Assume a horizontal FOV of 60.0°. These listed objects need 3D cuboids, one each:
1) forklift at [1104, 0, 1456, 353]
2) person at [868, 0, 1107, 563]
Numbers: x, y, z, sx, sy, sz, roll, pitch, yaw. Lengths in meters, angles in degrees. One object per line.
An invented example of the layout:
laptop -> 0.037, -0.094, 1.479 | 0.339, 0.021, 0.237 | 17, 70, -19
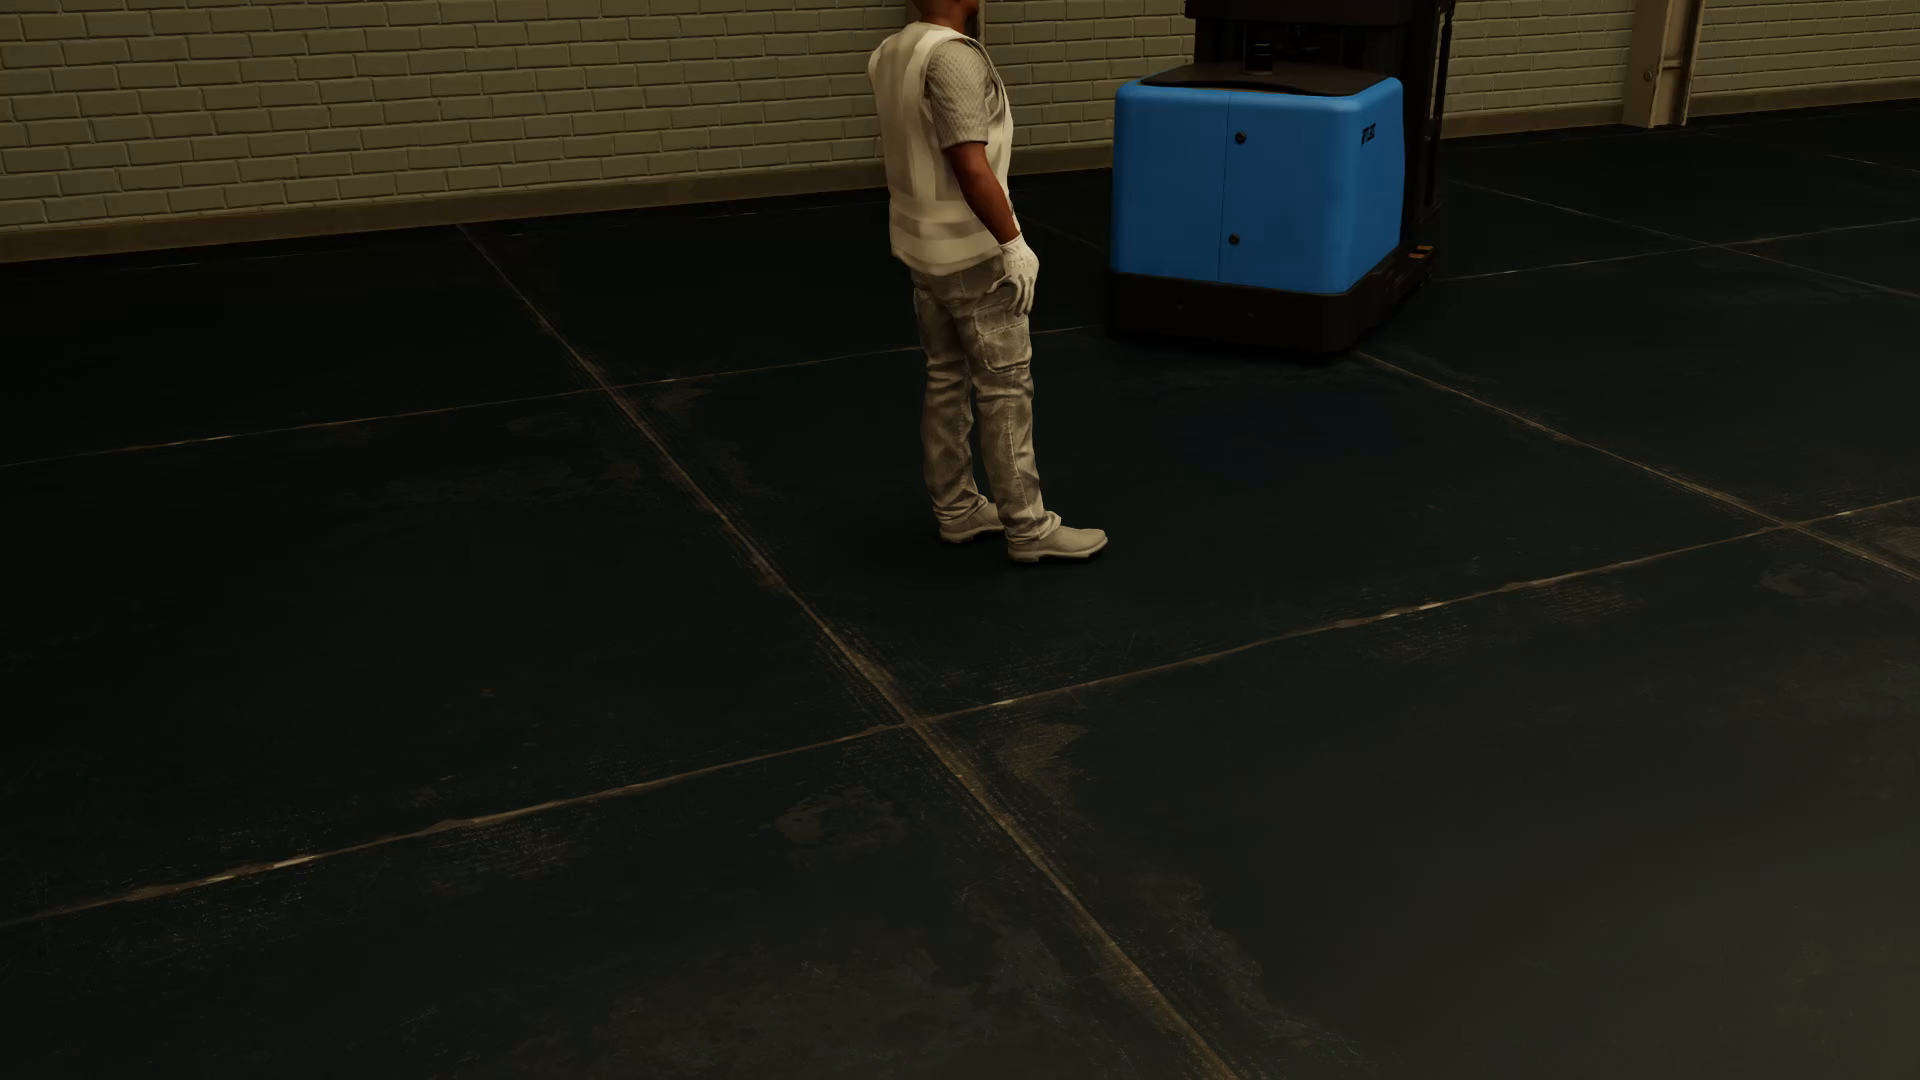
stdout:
forklift -> 1.719, -2.641, 7.644 | 1.130, 2.935, 3.031 | 11, 25, 24
person -> 0.069, -0.839, 4.783 | 0.575, 1.785, 0.657 | -10, 25, -23
